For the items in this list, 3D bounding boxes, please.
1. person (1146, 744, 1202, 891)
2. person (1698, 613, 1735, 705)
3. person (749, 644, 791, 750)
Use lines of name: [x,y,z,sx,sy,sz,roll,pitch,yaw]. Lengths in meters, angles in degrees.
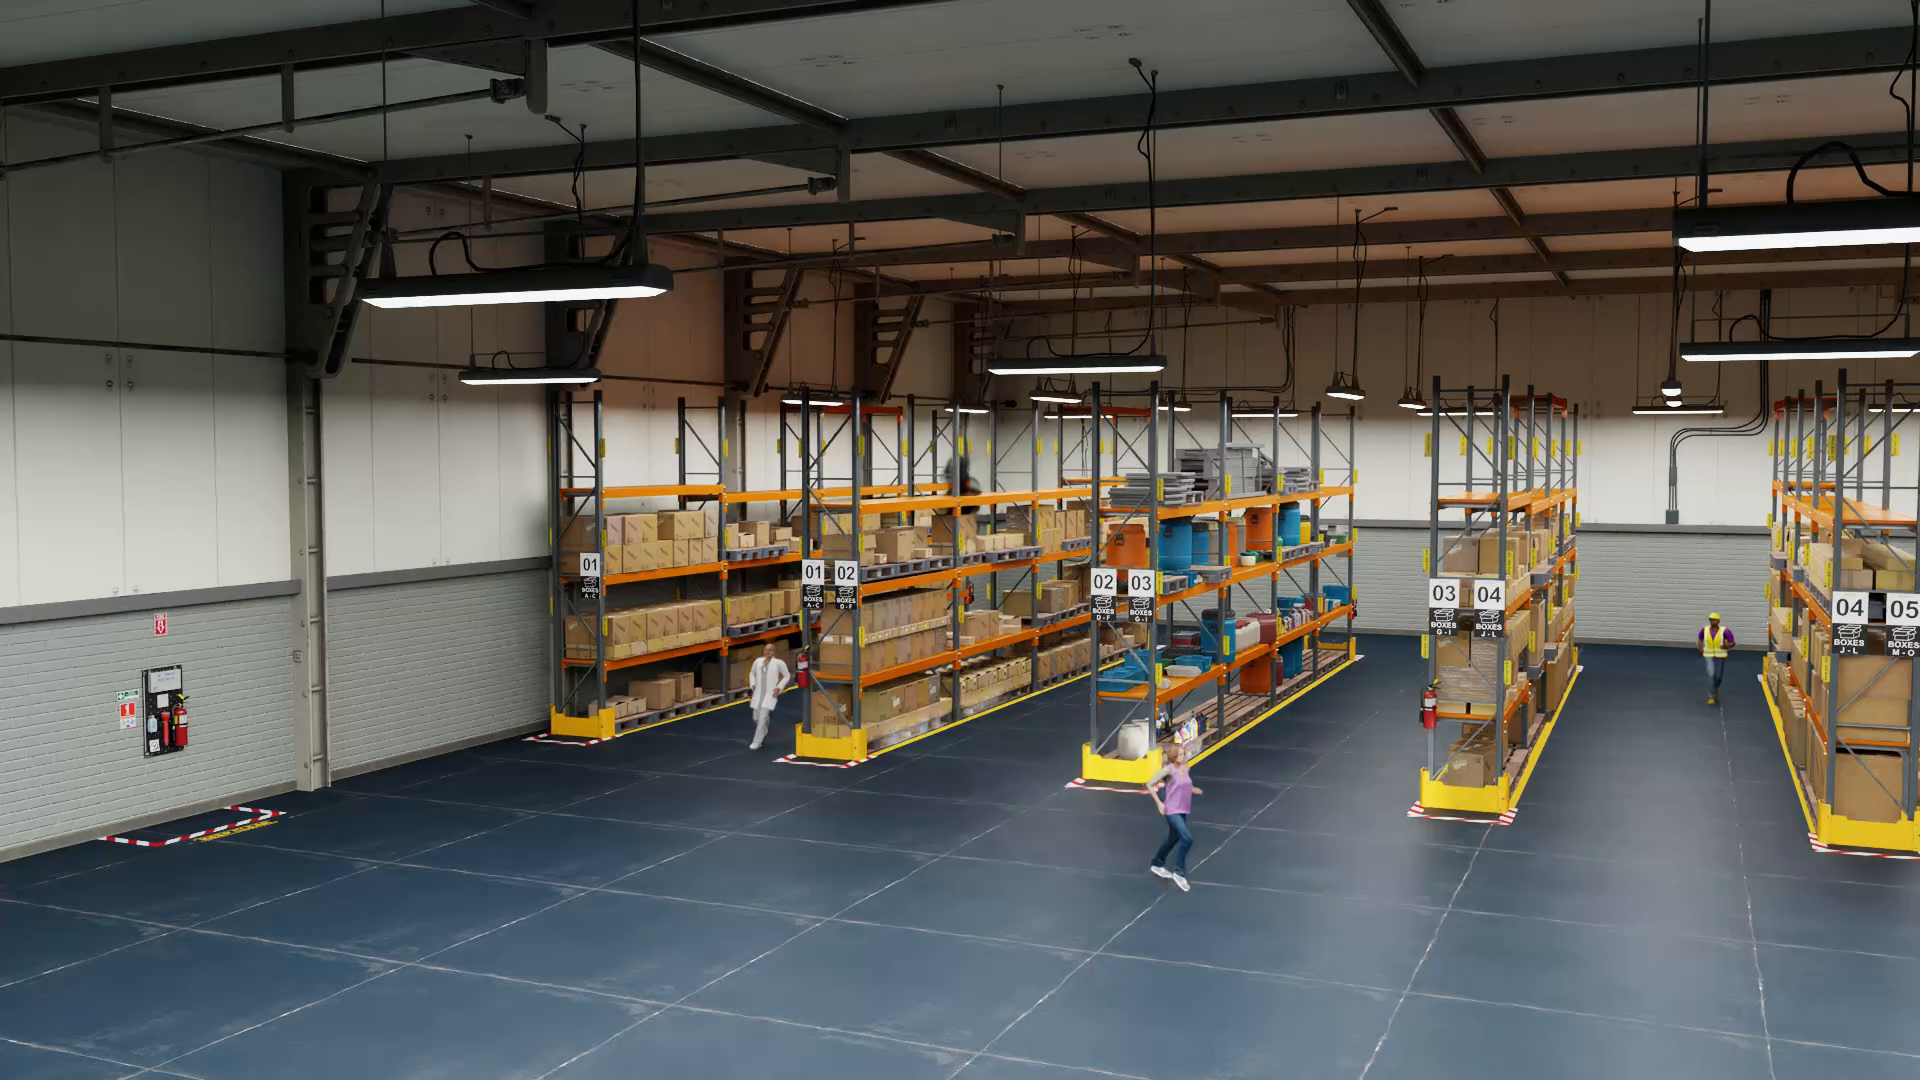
person: [2.457,3.200,18.986,0.710,1.546,0.503,2,4,38]
person: [14.849,2.317,32.666,0.685,1.776,0.905,2,4,27]
person: [-3.217,2.613,27.886,0.727,1.755,0.713,1,3,12]
